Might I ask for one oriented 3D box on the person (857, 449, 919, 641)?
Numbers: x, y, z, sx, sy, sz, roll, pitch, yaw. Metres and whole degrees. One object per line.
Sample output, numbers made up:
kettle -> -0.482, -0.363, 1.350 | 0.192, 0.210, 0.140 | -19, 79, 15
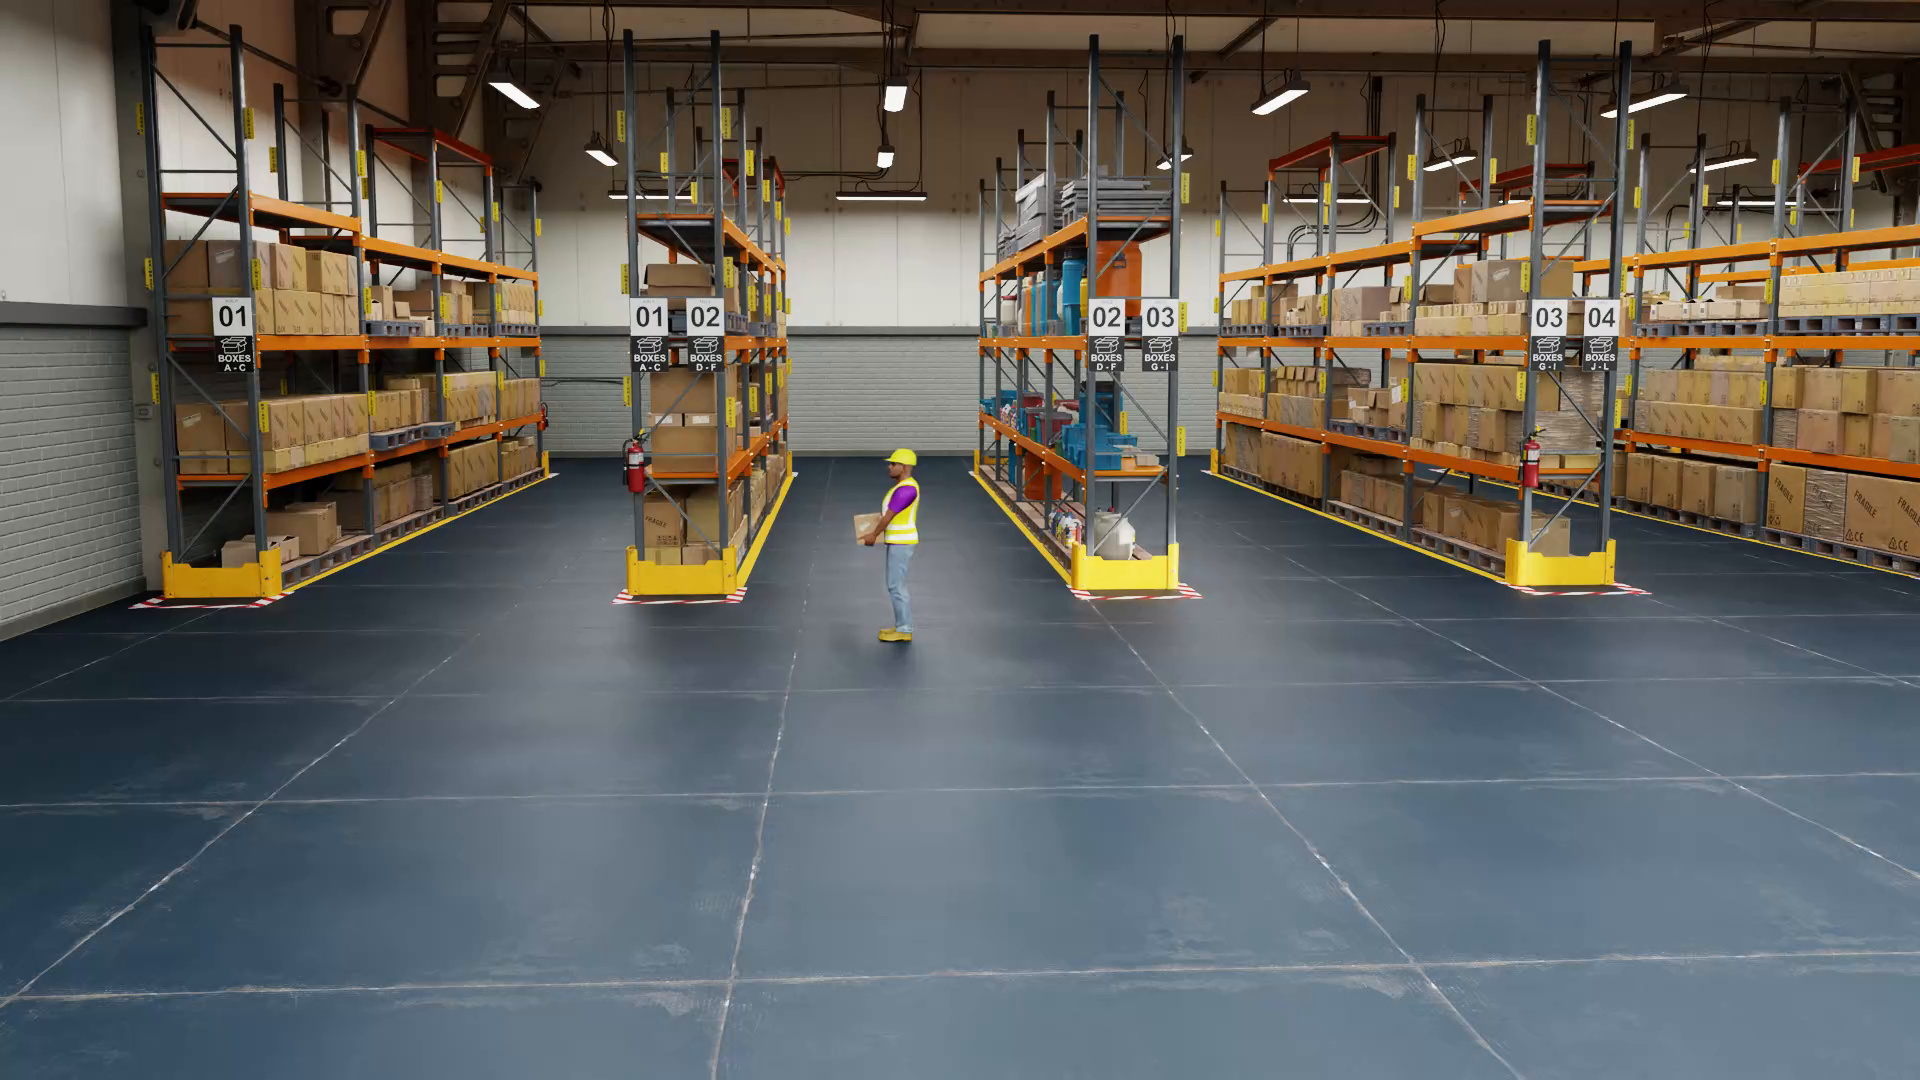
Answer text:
person -> -0.659, 0.040, 15.323 | 0.575, 1.762, 0.504 | 0, 7, -3
